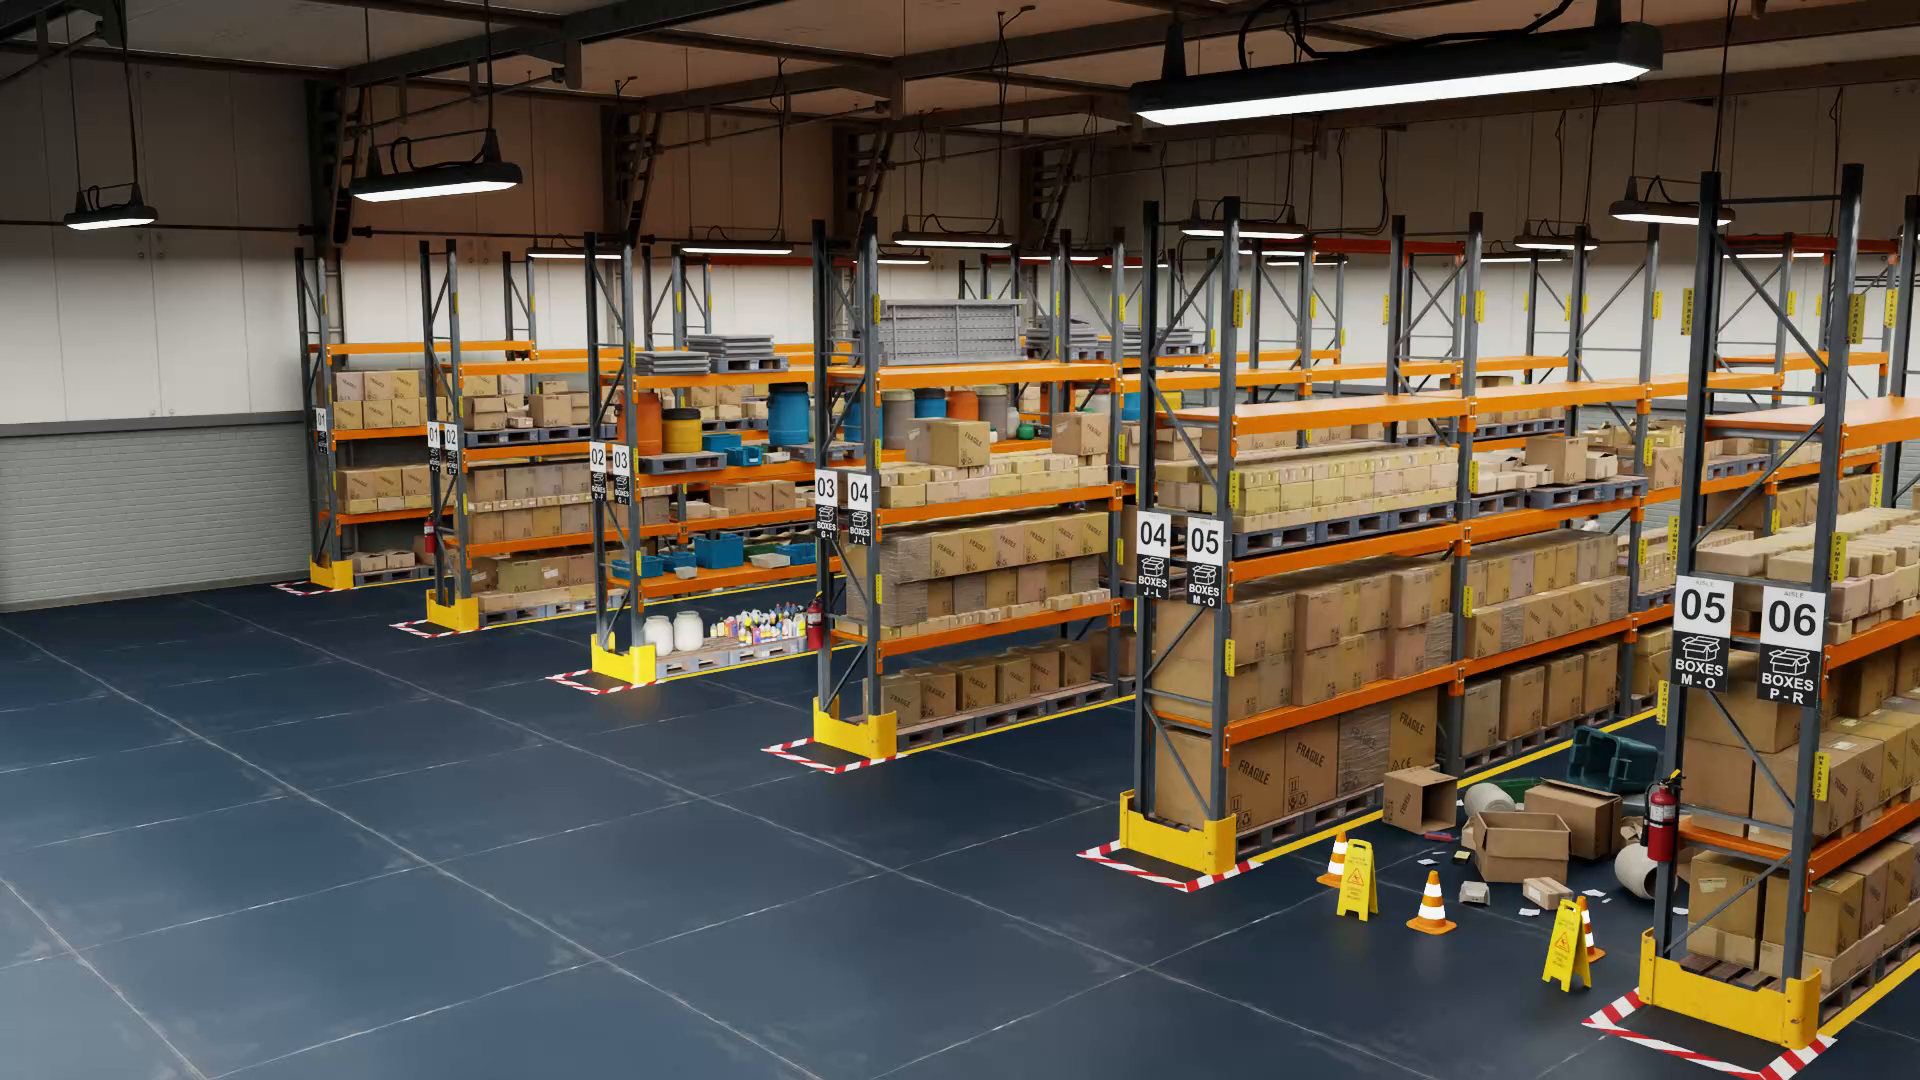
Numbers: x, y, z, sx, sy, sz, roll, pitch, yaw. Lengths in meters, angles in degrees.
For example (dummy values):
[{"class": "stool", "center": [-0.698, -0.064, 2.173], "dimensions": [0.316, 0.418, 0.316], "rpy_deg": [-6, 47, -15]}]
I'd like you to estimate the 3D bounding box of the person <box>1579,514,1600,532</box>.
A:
[{"class": "person", "center": [10.468, 0.270, 27.743], "dimensions": [0.550, 1.694, 0.355], "rpy_deg": [-8, 11, -43]}]
